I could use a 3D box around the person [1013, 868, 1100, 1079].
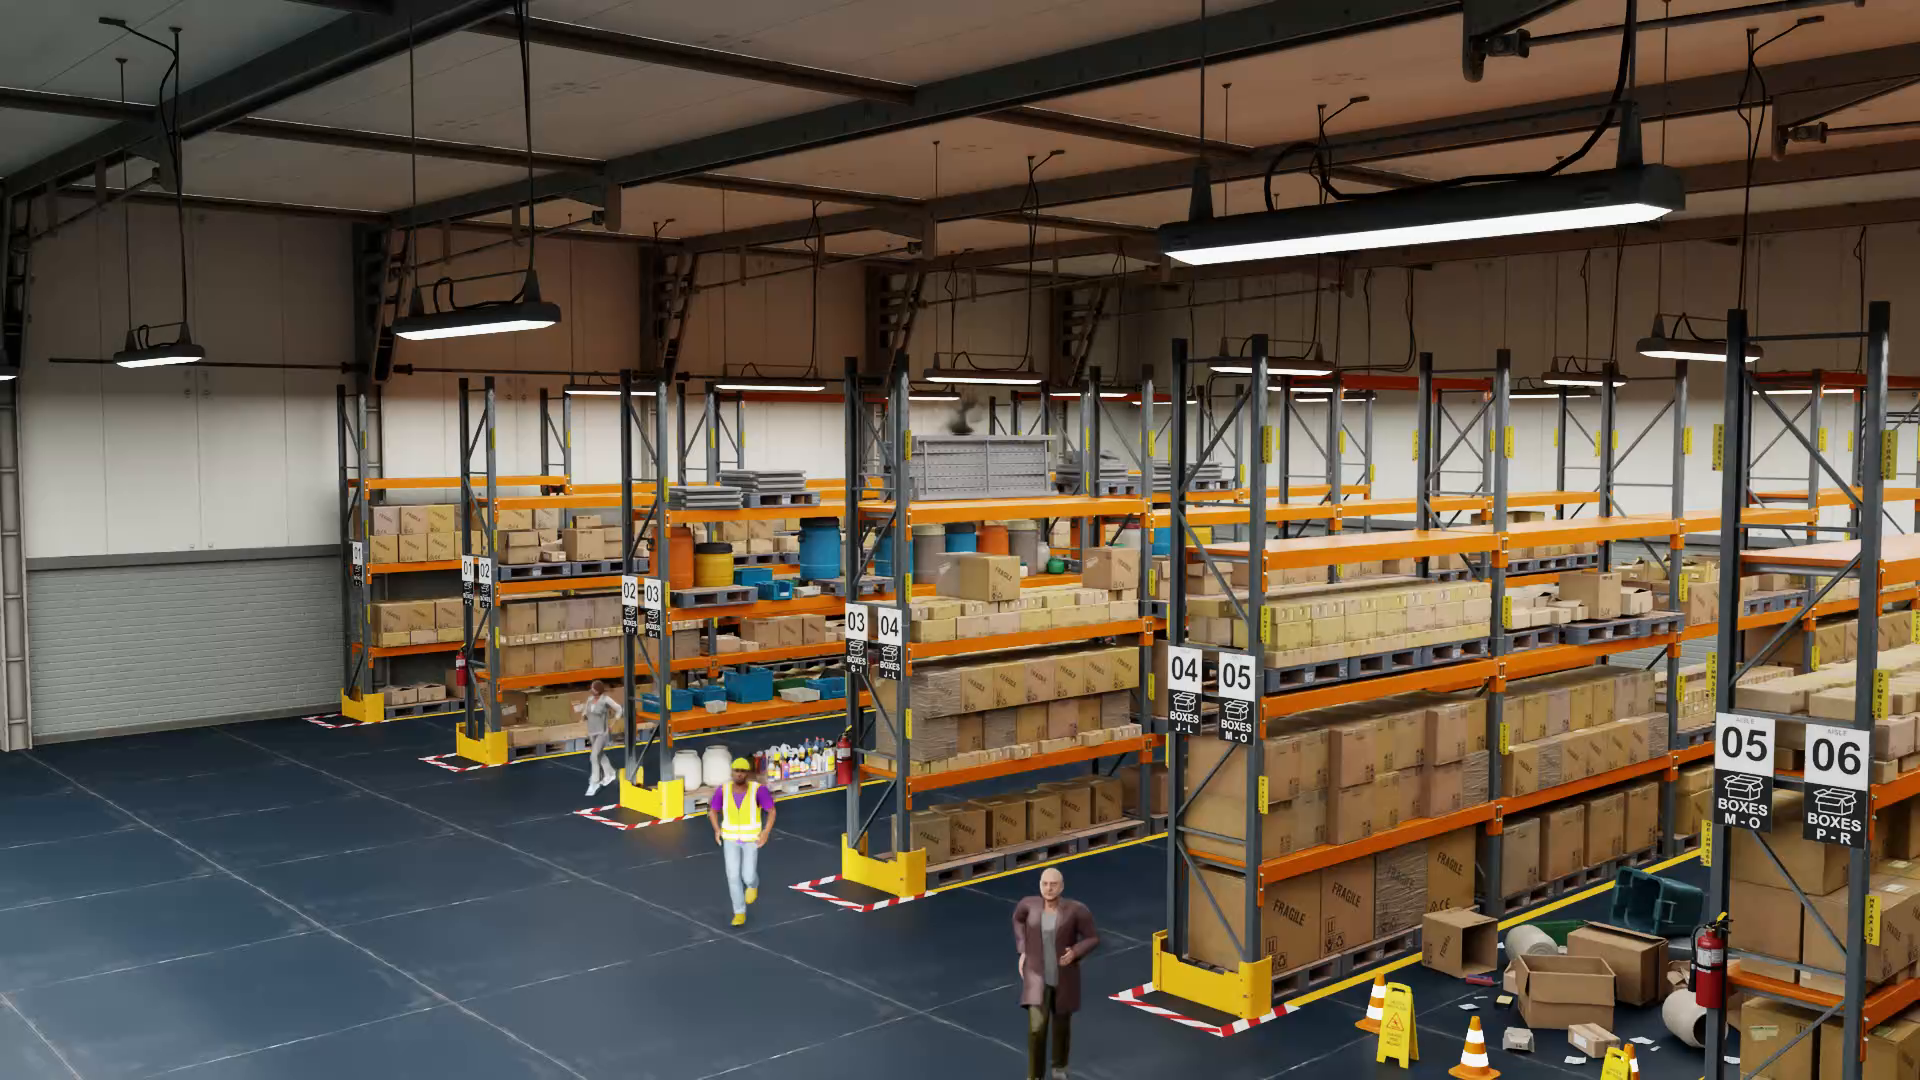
[{"bbox_3d":[0.731,3.437,12.871,0.693,1.834,0.816,0,4,7],"label":"person"}]

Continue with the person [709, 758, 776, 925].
[{"bbox_3d":[-2.305,3.144,17.604,0.716,1.718,0.725,0,4,-1],"label":"person"}]

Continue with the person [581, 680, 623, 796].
[{"bbox_3d":[-5.135,2.859,23.770,0.550,1.556,0.710,2,4,32],"label":"person"}]

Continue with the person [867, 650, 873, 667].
[{"bbox_3d":[-1.872,2.080,34.571,0.554,1.705,0.759,3,5,38],"label":"person"}]
